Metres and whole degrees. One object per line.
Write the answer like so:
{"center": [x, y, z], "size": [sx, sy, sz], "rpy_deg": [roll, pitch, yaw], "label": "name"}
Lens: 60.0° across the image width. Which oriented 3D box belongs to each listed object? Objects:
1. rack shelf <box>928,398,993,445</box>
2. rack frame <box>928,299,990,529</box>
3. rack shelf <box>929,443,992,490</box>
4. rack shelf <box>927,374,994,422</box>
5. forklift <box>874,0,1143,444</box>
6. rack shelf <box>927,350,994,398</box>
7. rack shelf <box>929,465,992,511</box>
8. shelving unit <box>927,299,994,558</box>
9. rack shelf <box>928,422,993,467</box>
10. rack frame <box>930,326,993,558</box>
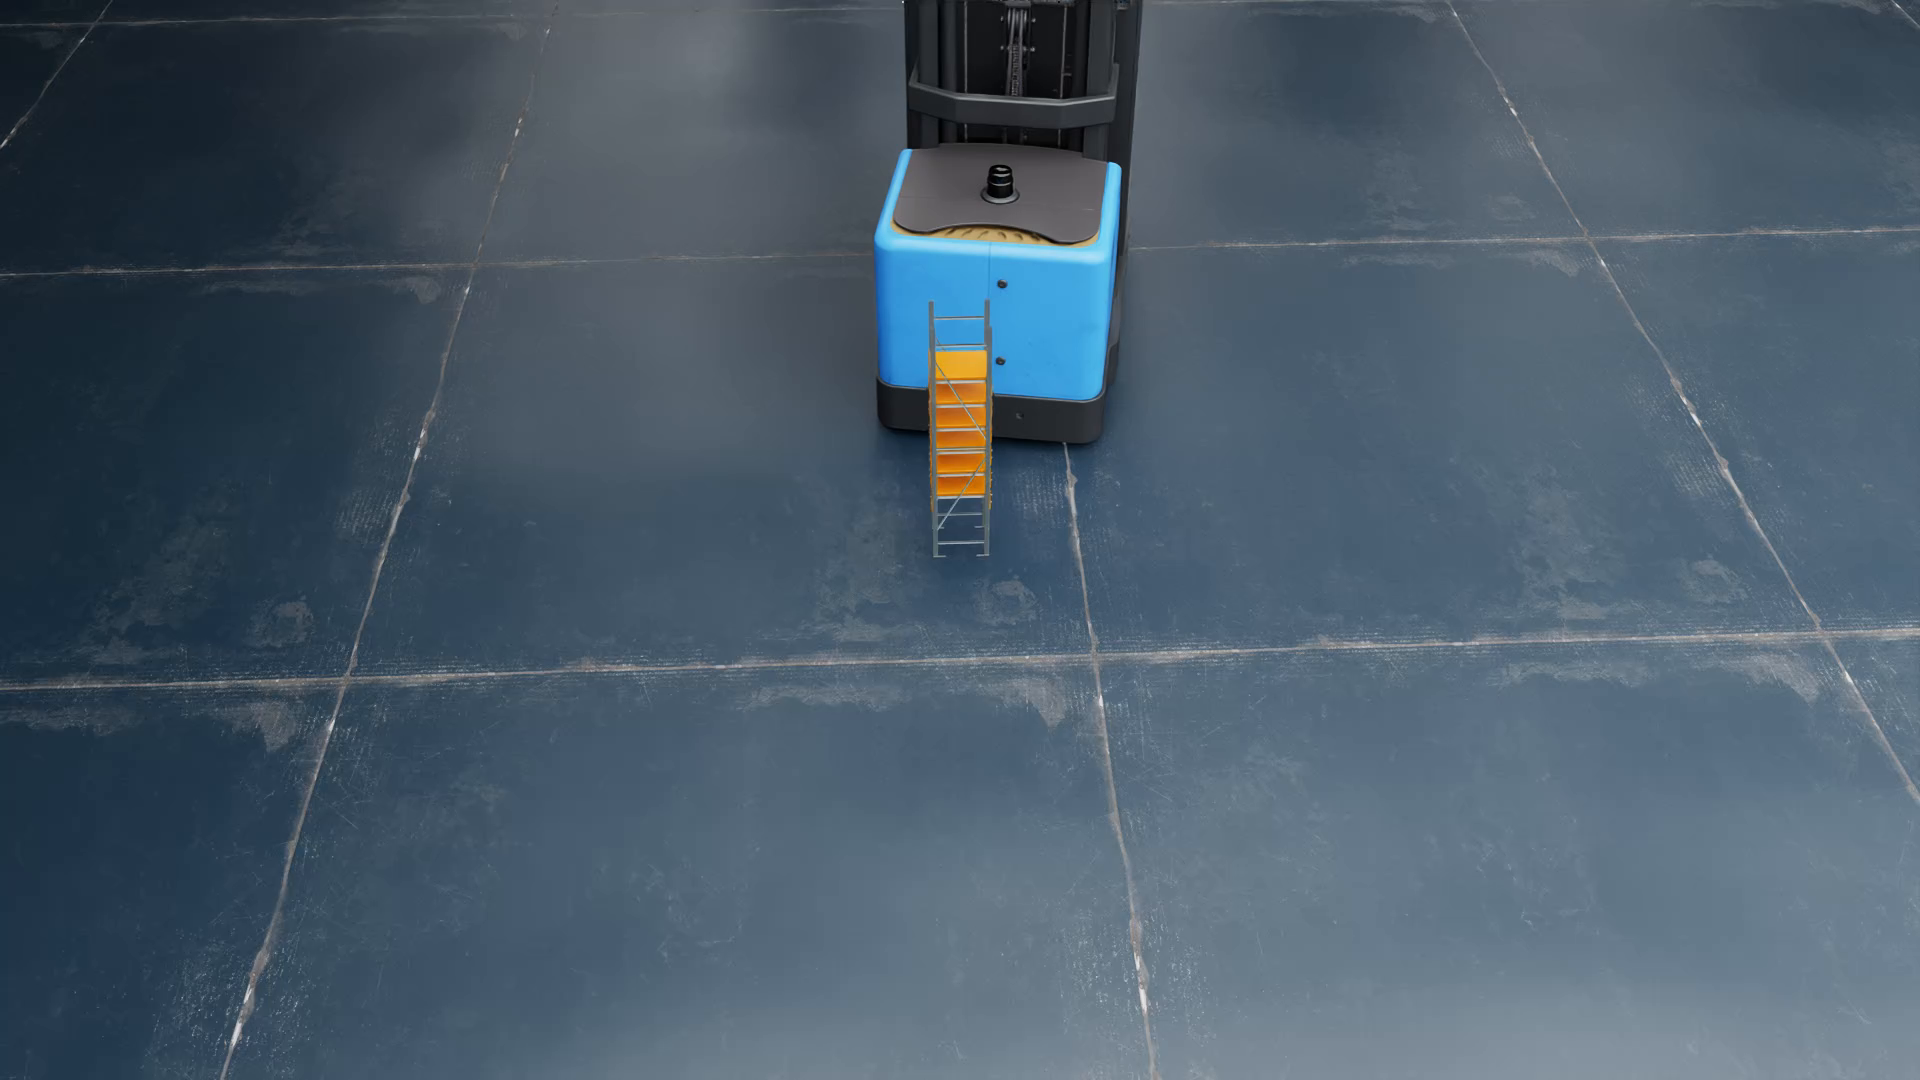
{"center": [0.001, -0.488, 6.783], "size": [0.258, 0.103, 0.180], "rpy_deg": [-2, 43, -2], "label": "rack shelf"}
{"center": [-0.003, -0.494, 6.901], "size": [0.240, 1.200, 0.006], "rpy_deg": [-2, 43, -2], "label": "rack frame"}
{"center": [0.001, -0.311, 6.945], "size": [0.258, 0.103, 0.180], "rpy_deg": [-2, 43, -2], "label": "rack shelf"}
{"center": [0.001, -0.577, 6.702], "size": [0.258, 0.103, 0.180], "rpy_deg": [-2, 43, -2], "label": "rack shelf"}
{"center": [0.320, -2.521, 7.831], "size": [1.130, 2.935, 3.031], "rpy_deg": [5, 43, 6], "label": "forklift"}
{"center": [0.001, -0.665, 6.621], "size": [0.258, 0.103, 0.180], "rpy_deg": [-2, 43, -2], "label": "rack shelf"}
{"center": [0.001, -0.223, 7.026], "size": [0.258, 0.103, 0.180], "rpy_deg": [-2, 43, -2], "label": "rack shelf"}
{"center": [0.001, -0.433, 6.834], "size": [0.258, 1.200, 0.189], "rpy_deg": [-2, 43, -2], "label": "shelving unit"}
{"center": [0.001, -0.400, 6.864], "size": [0.258, 0.103, 0.180], "rpy_deg": [-2, 43, -2], "label": "rack shelf"}
{"center": [0.005, -0.371, 6.767], "size": [0.240, 1.200, 0.006], "rpy_deg": [-2, 43, -2], "label": "rack frame"}
